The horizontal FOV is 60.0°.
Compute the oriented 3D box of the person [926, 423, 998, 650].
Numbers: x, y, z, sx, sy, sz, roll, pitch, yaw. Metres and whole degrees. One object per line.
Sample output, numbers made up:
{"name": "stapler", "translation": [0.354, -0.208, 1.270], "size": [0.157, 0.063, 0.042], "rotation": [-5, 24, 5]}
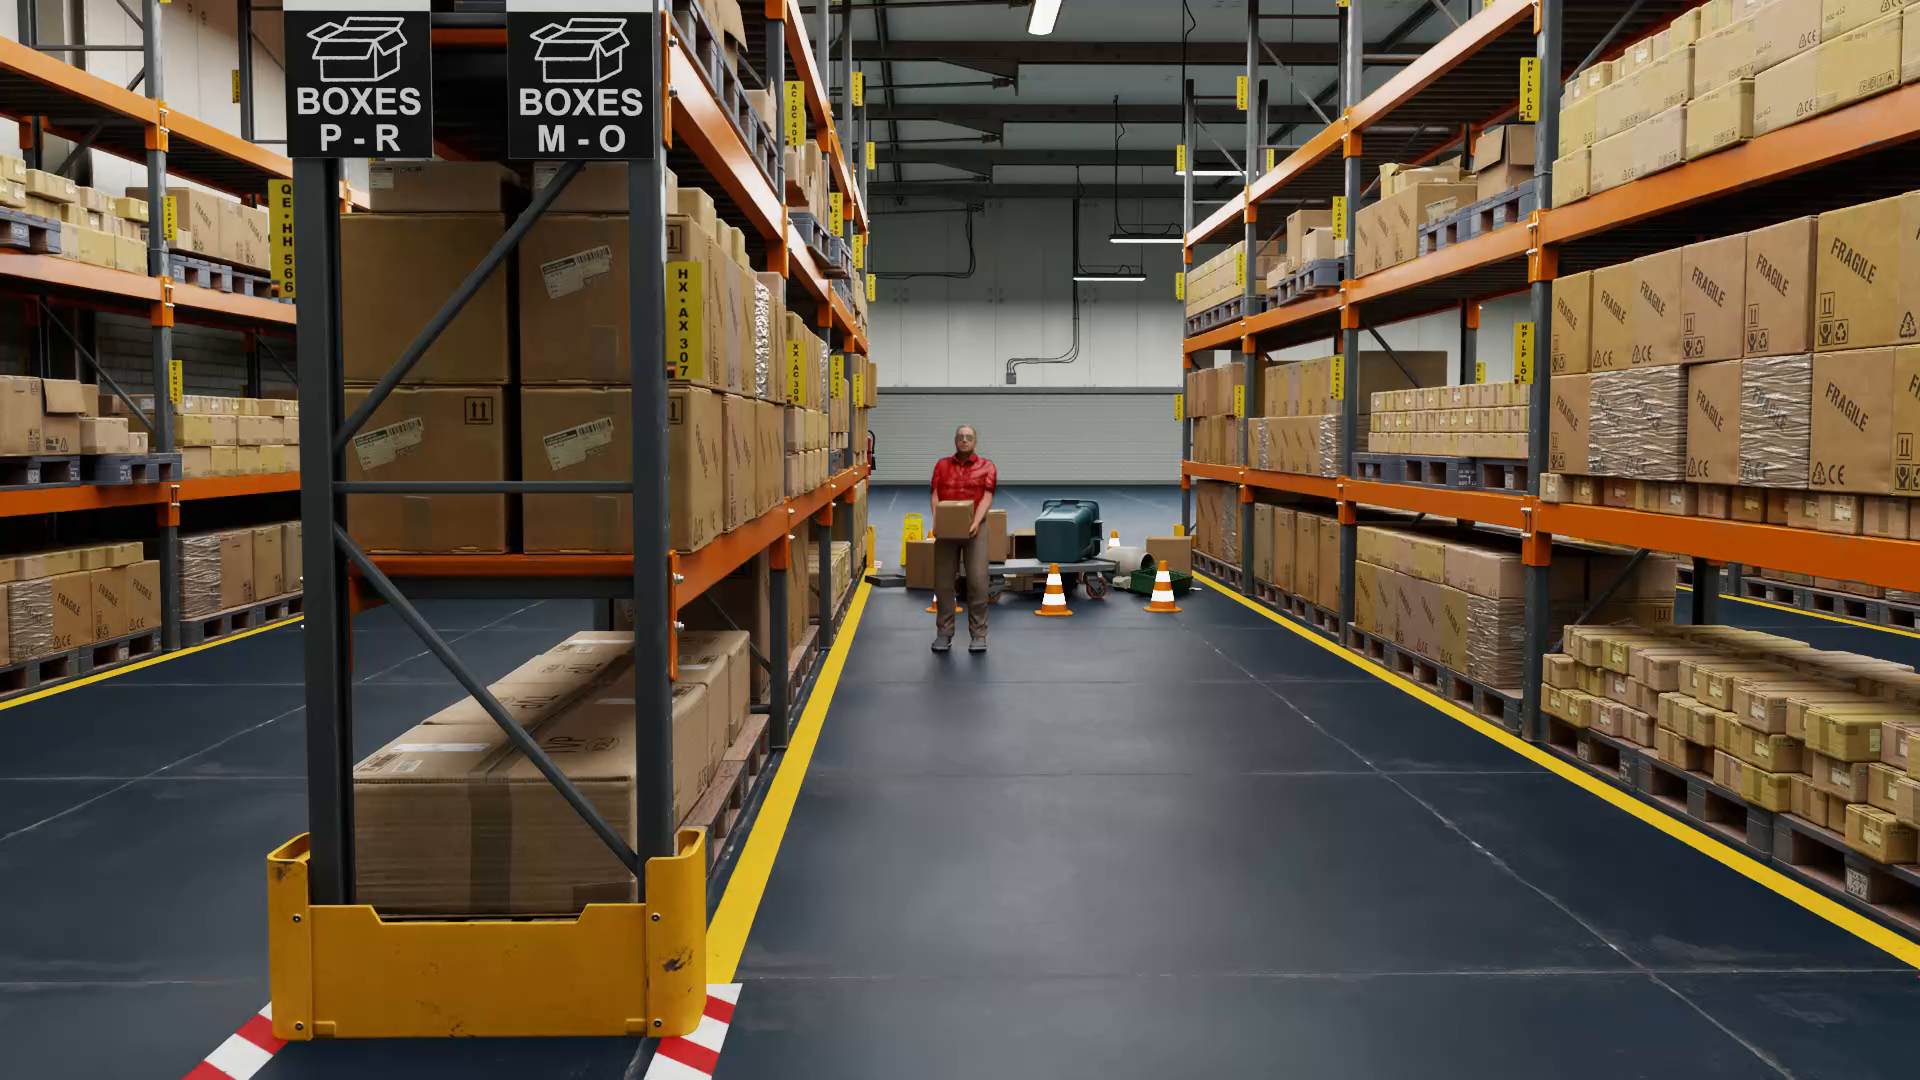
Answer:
{"name": "person", "translation": [0.011, -0.026, 12.690], "size": [0.533, 1.733, 0.458], "rotation": [1, 4, 10]}
